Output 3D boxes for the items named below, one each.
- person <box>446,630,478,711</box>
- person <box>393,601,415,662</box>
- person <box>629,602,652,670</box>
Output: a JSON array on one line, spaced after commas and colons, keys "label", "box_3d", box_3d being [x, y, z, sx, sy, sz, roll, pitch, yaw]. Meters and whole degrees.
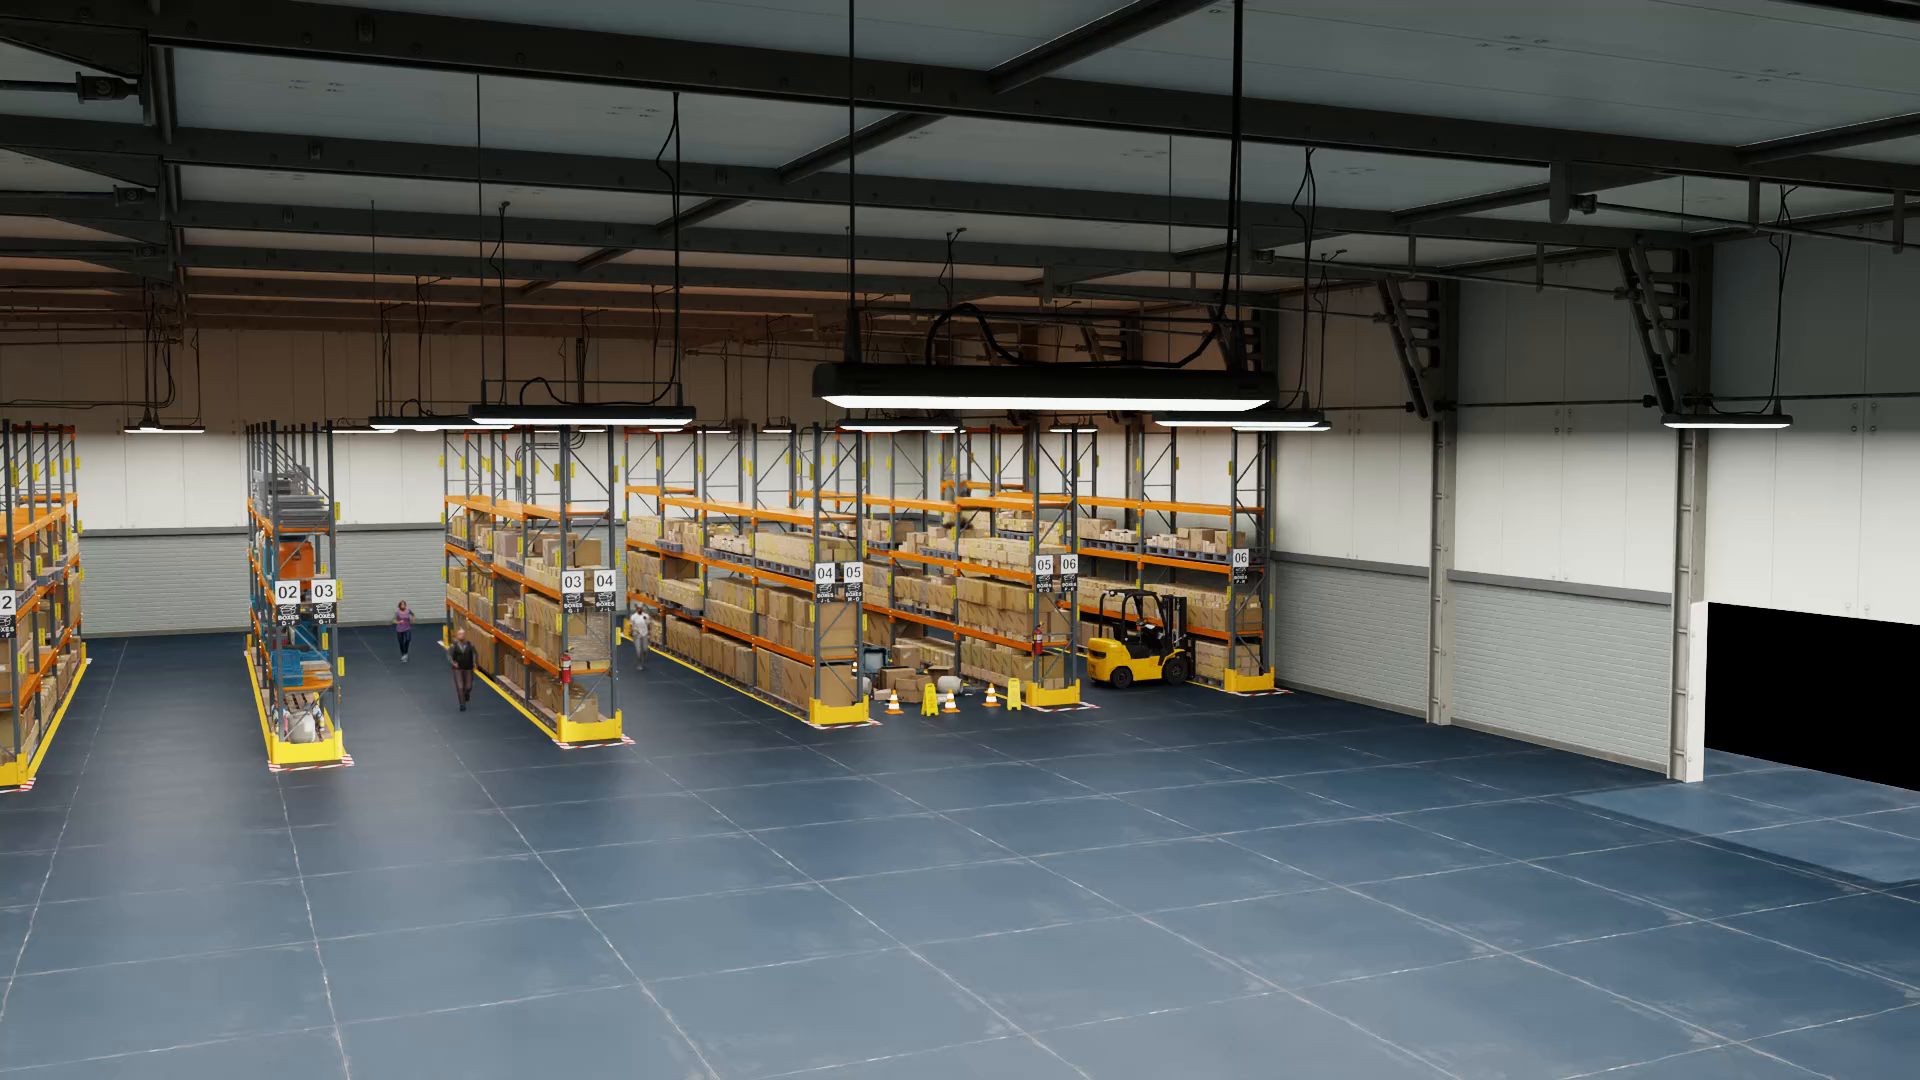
[{"label": "person", "box_3d": [-10.410, 2.718, 34.800, 0.661, 1.682, 0.585, -1, 4, -23]}, {"label": "person", "box_3d": [-14.030, 2.293, 41.970, 0.565, 1.553, 0.743, -2, 4, -27]}, {"label": "person", "box_3d": [-7.817, 2.352, 40.759, 0.569, 1.661, 0.529, -1, 4, -17]}]
